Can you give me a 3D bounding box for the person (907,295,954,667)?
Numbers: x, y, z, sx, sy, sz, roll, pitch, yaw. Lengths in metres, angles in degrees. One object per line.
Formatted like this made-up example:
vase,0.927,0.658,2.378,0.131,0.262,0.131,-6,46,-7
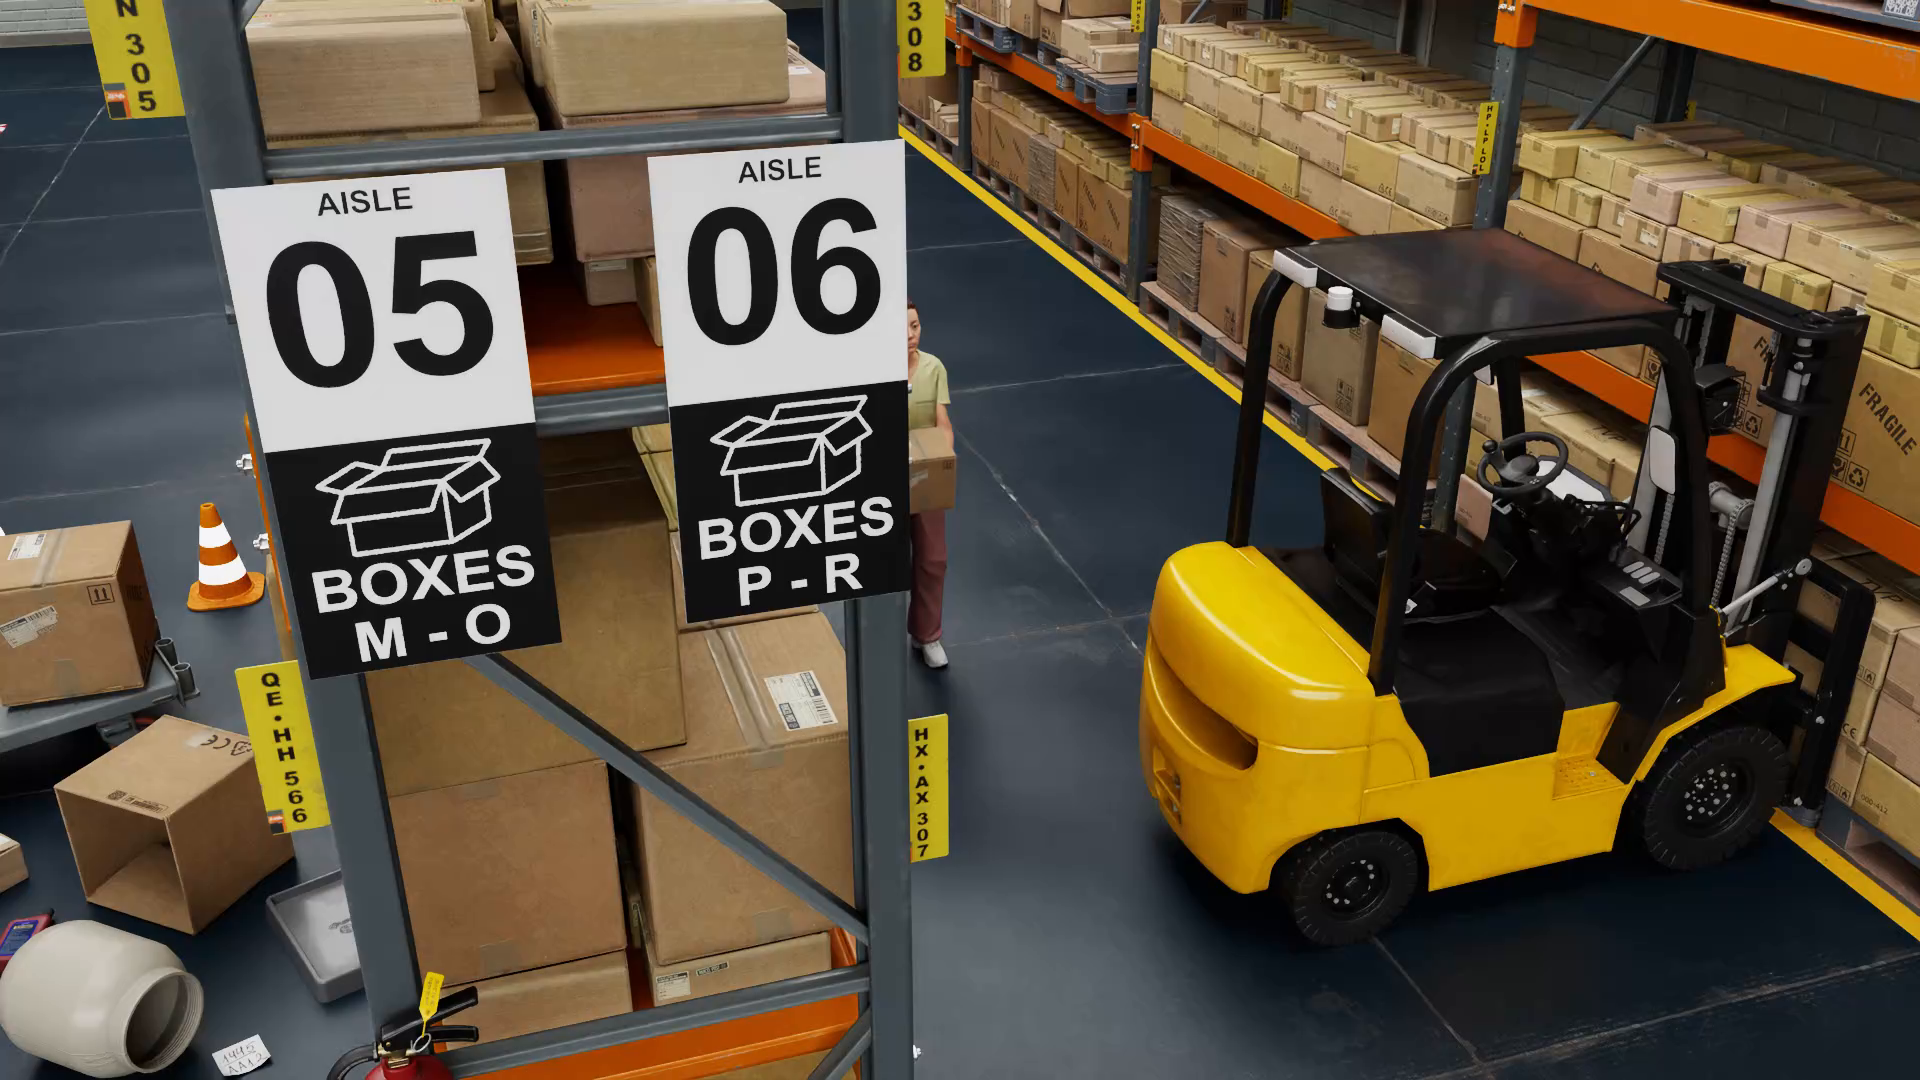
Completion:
person,-0.228,-0.203,7.039,0.425,1.664,0.551,-8,27,-15
